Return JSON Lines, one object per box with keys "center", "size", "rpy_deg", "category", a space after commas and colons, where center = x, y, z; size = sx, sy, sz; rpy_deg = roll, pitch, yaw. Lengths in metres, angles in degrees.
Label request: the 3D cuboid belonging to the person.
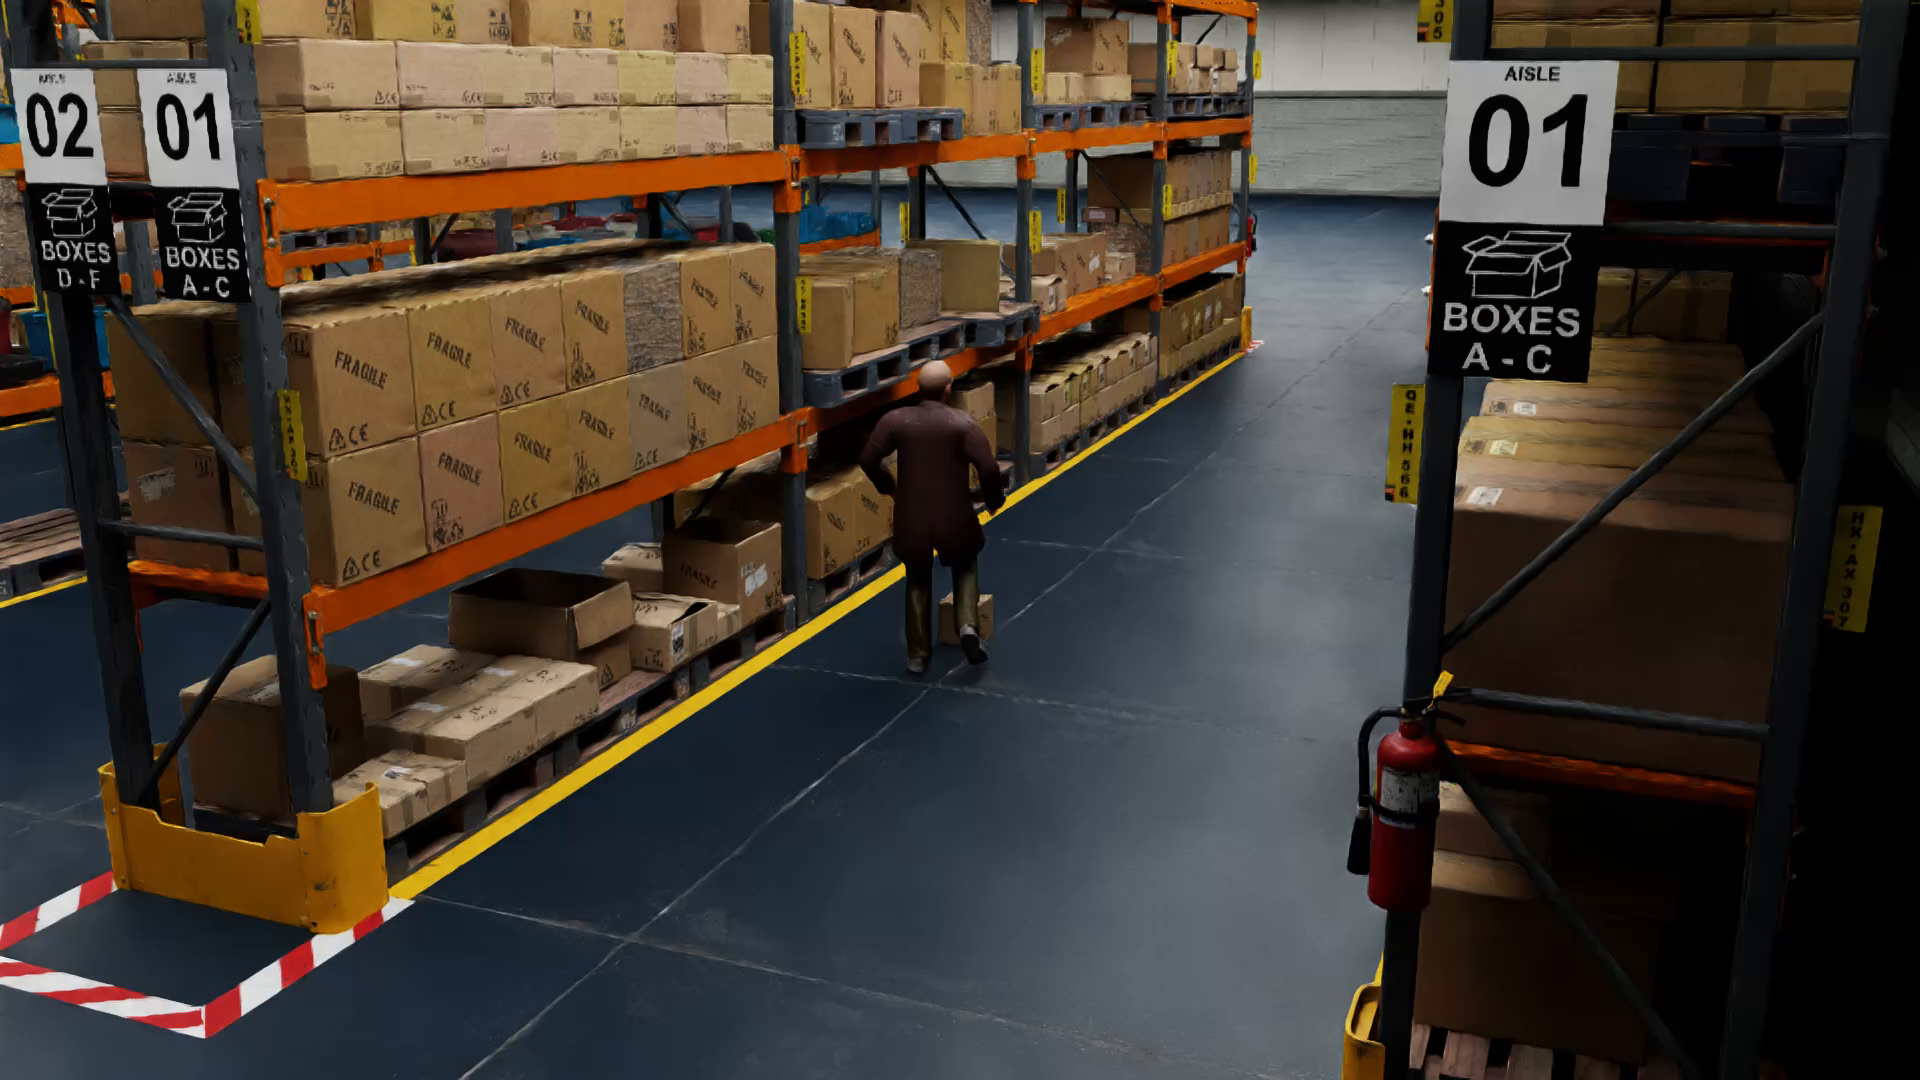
{"center": [-0.142, -0.128, 9.084], "size": [0.785, 1.747, 0.517], "rpy_deg": [2, 15, 6], "category": "person"}
